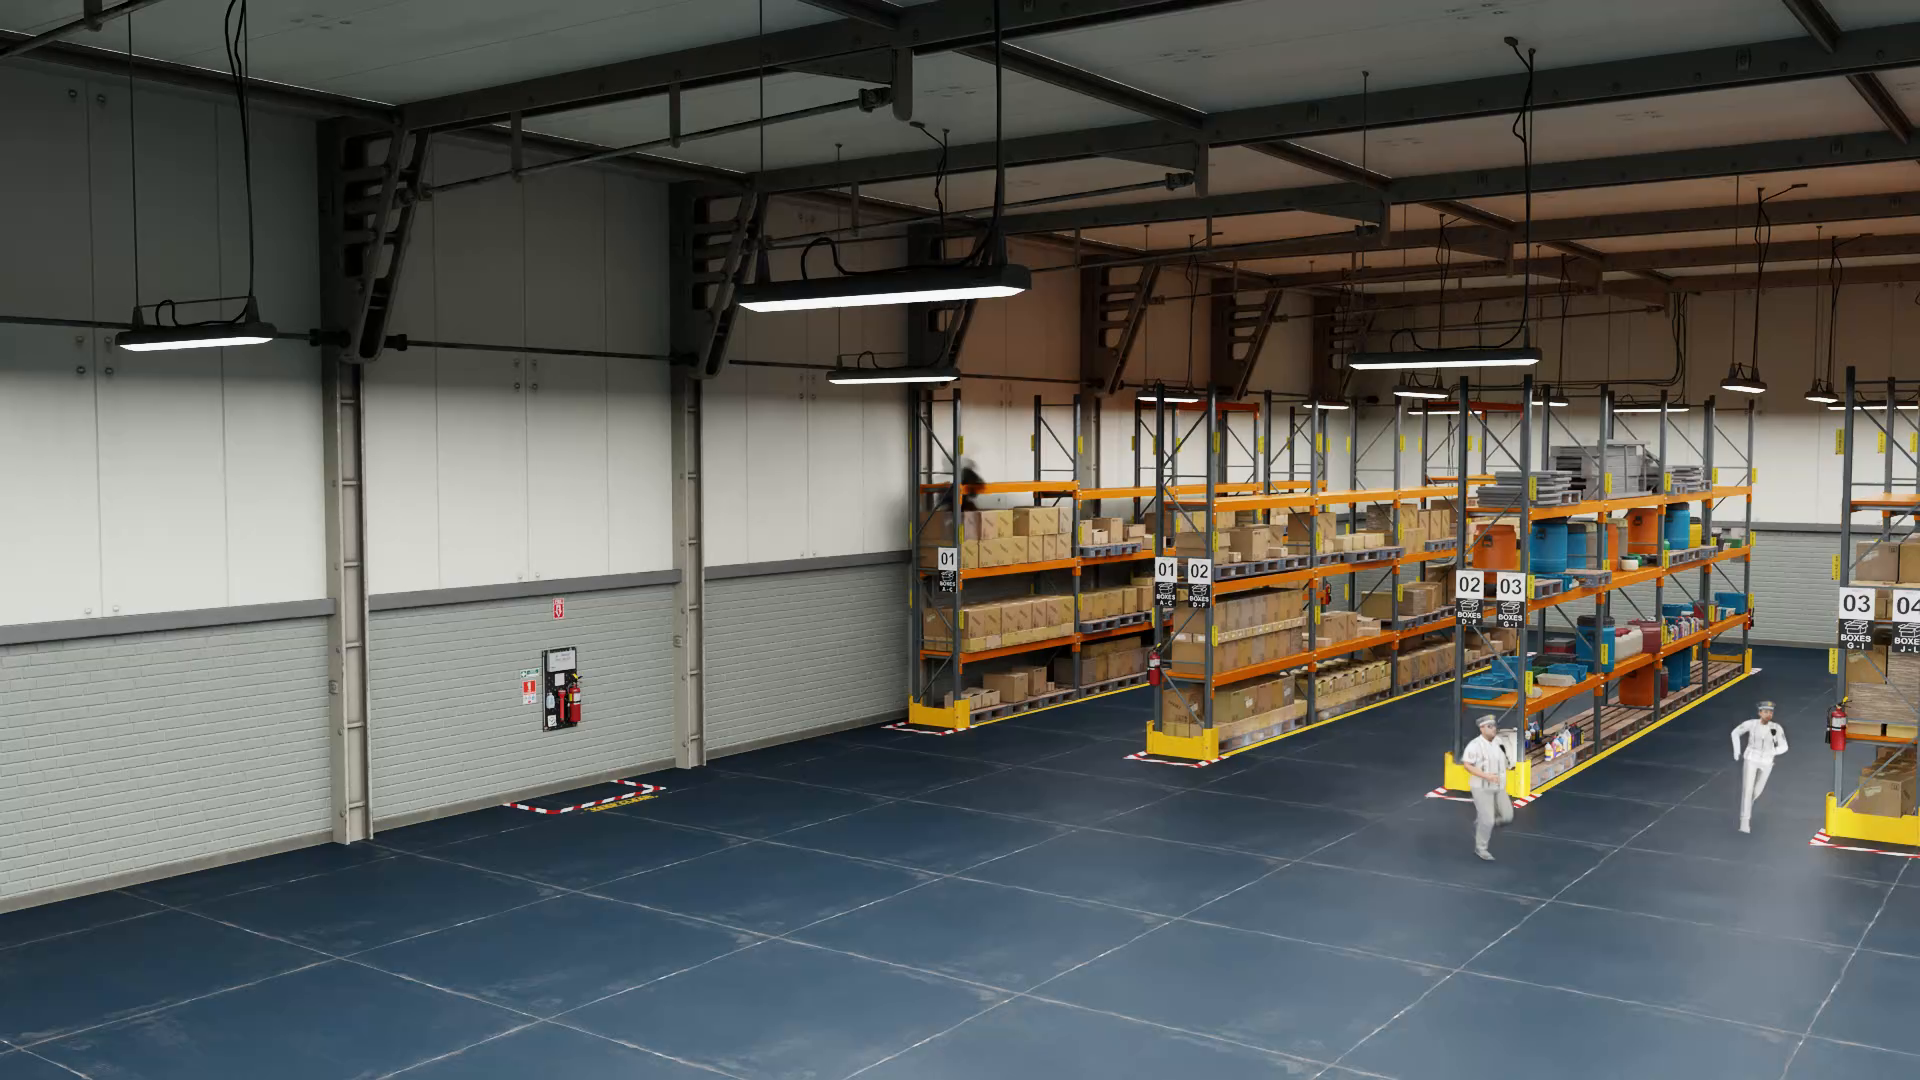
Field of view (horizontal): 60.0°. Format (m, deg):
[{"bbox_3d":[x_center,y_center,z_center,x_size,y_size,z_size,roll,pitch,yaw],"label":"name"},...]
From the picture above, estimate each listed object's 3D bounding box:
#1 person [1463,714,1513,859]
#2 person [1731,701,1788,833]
[{"bbox_3d":[6.418,2.987,20.179,0.705,1.742,0.612,-2,4,-27],"label":"person"},{"bbox_3d":[10.431,2.946,21.813,0.554,1.690,0.845,1,3,17],"label":"person"}]
